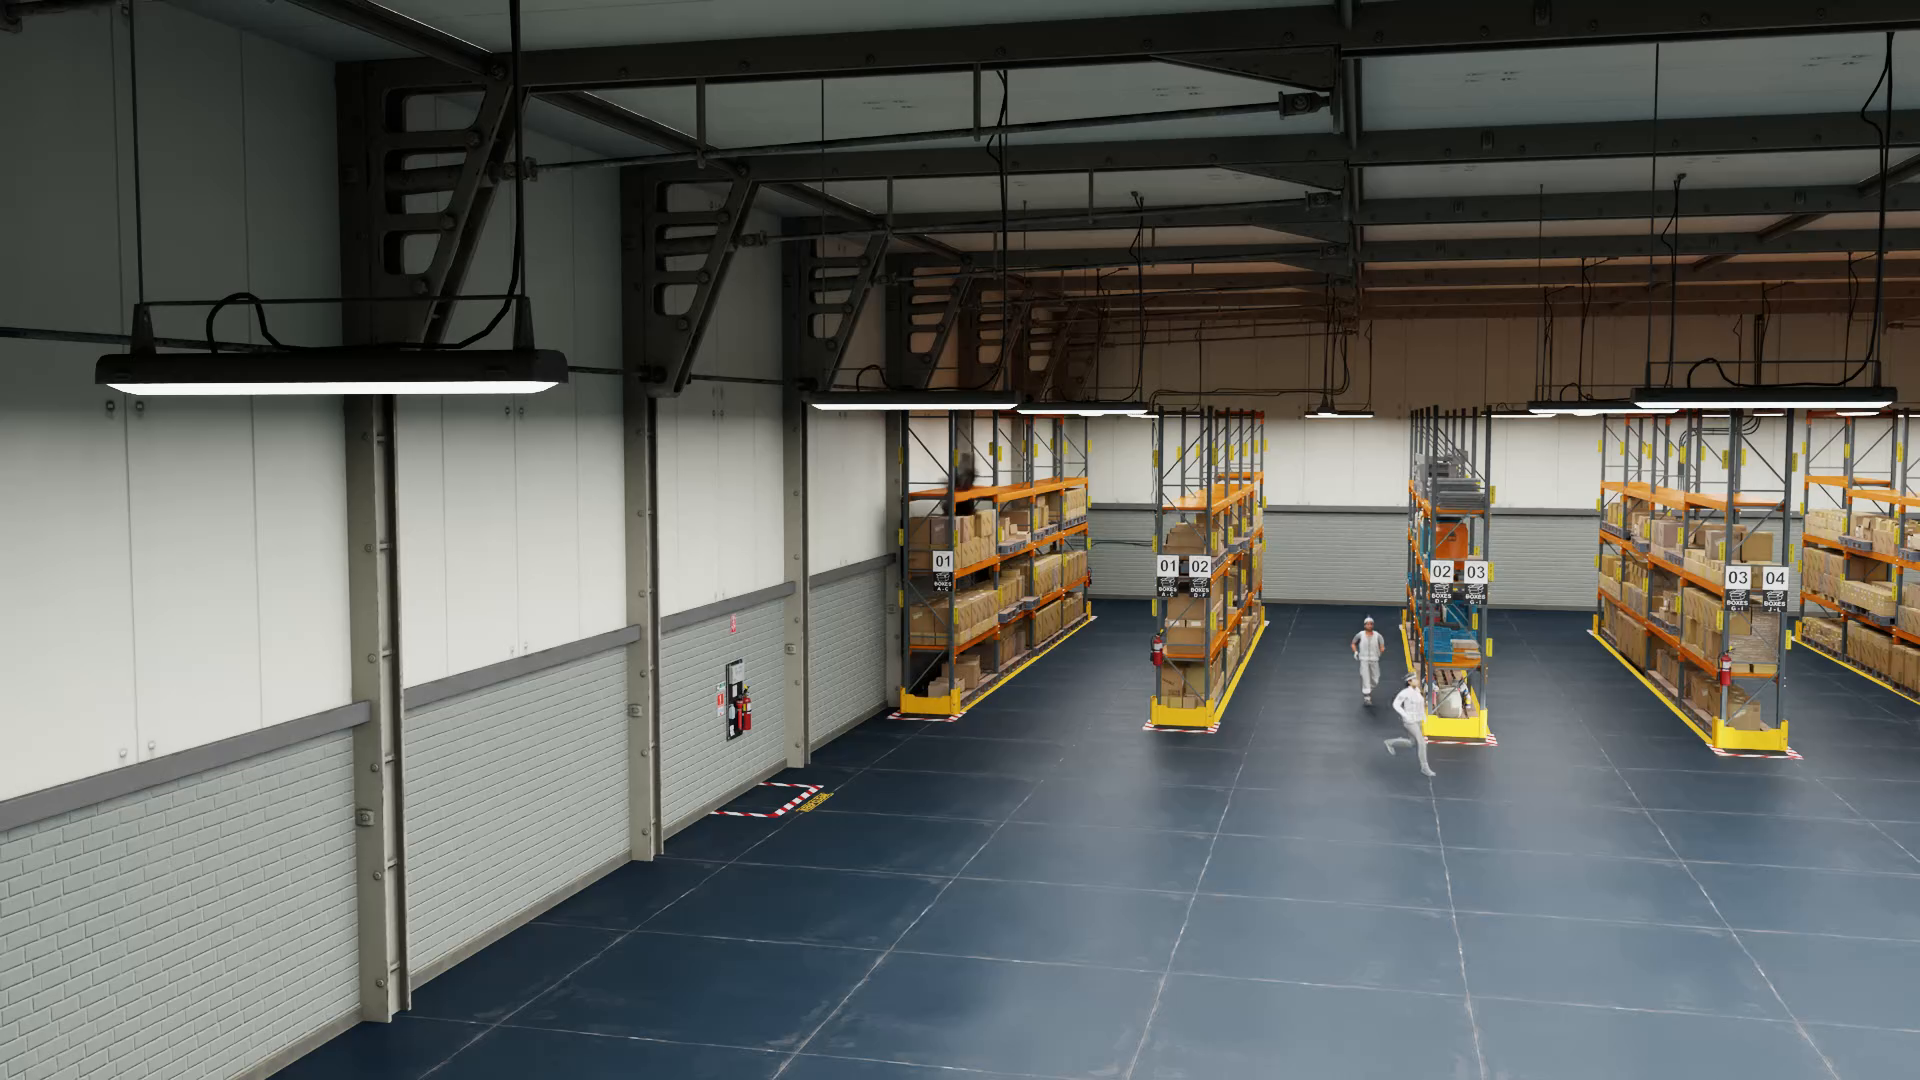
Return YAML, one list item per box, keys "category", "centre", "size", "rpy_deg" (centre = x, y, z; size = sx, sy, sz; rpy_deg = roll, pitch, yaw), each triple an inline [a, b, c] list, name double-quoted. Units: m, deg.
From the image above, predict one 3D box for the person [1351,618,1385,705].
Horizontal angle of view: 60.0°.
- category: "person"
  centre: [8.247, 2.441, 33.600]
  size: [0.663, 1.748, 0.780]
  rpy_deg: [0, 4, 6]

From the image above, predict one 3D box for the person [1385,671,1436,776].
- category: "person"
  centre: [7.357, 2.967, 27.134]
  size: [0.943, 1.686, 0.599]
  rpy_deg: [4, 6, 42]
